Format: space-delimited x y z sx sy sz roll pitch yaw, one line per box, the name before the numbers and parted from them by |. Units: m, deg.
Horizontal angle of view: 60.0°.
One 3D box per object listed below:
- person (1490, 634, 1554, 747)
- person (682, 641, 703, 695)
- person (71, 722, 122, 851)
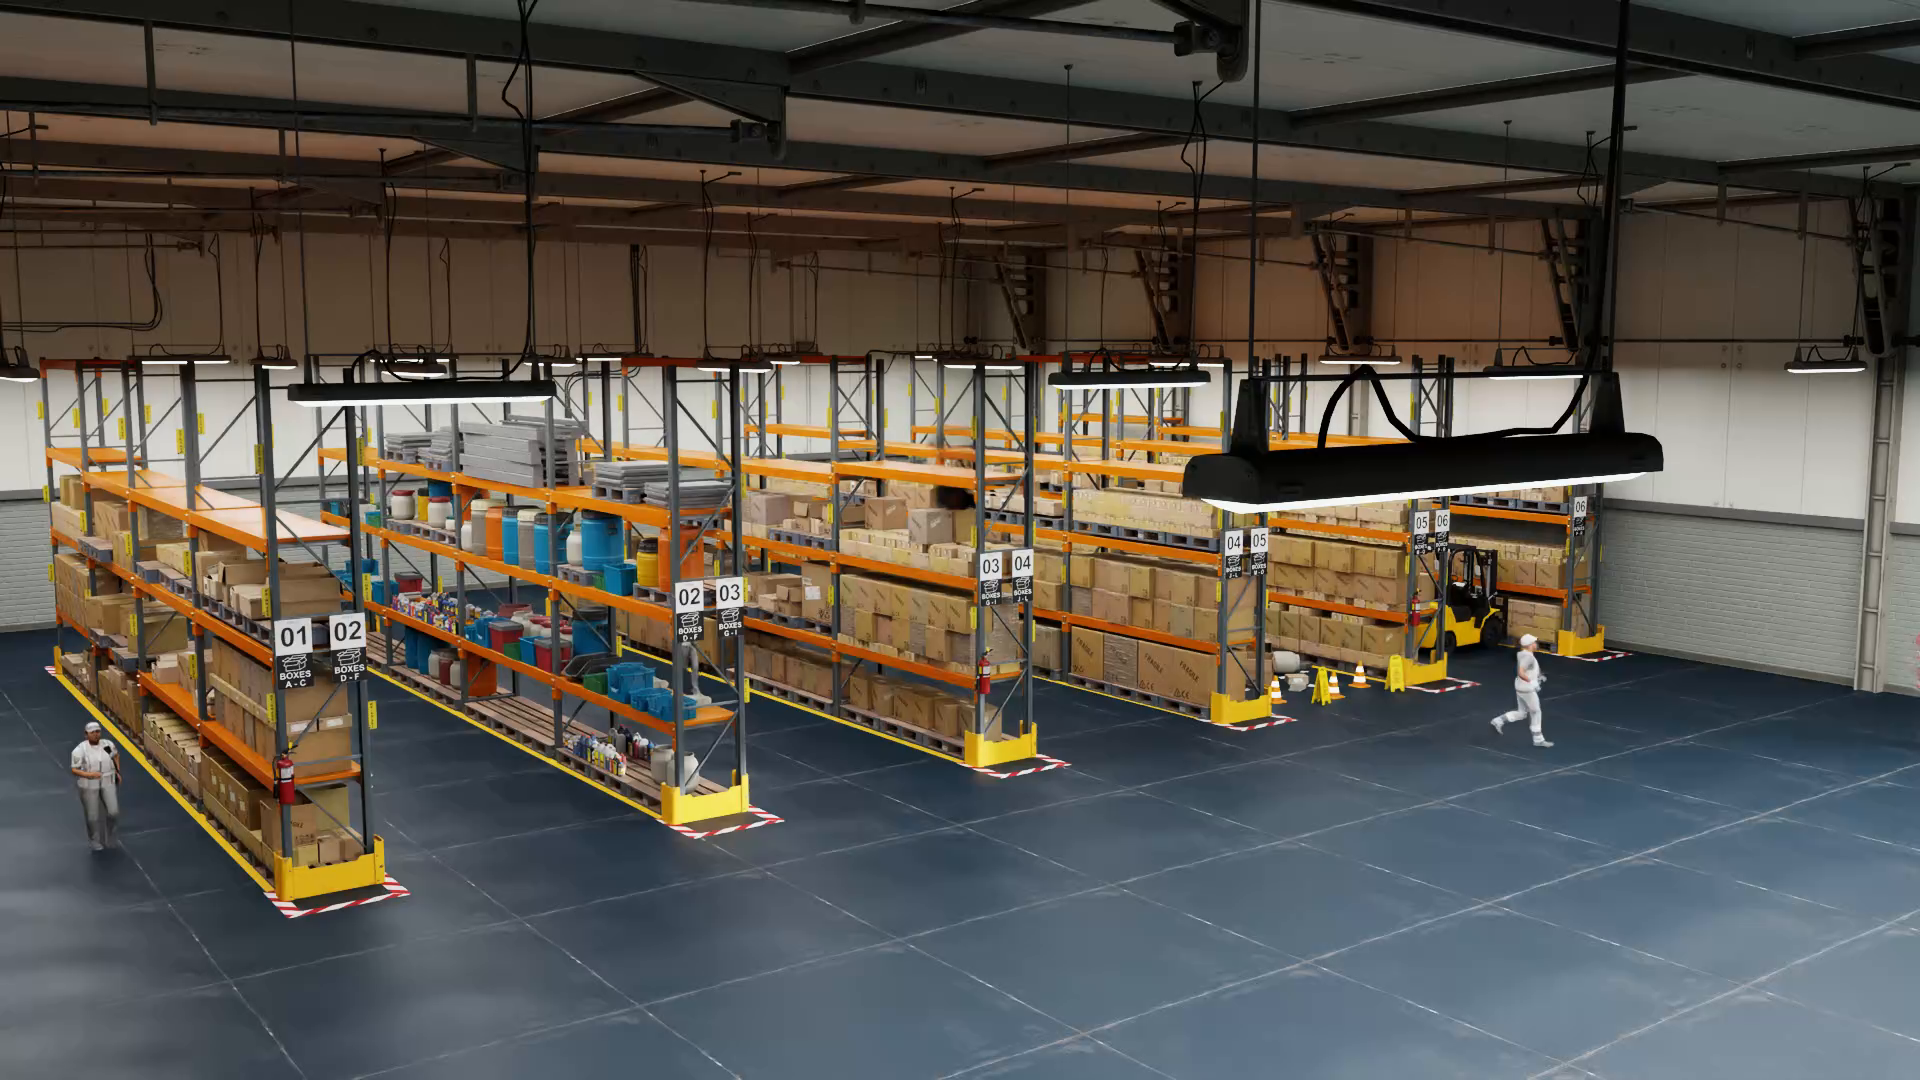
person | 8.794 2.339 25.922 0.946 1.765 0.660 1 7 8
person | -4.903 1.919 29.811 0.599 1.713 0.863 -6 9 -40
person | -10.637 3.052 20.553 0.588 1.629 0.608 -6 9 -39
